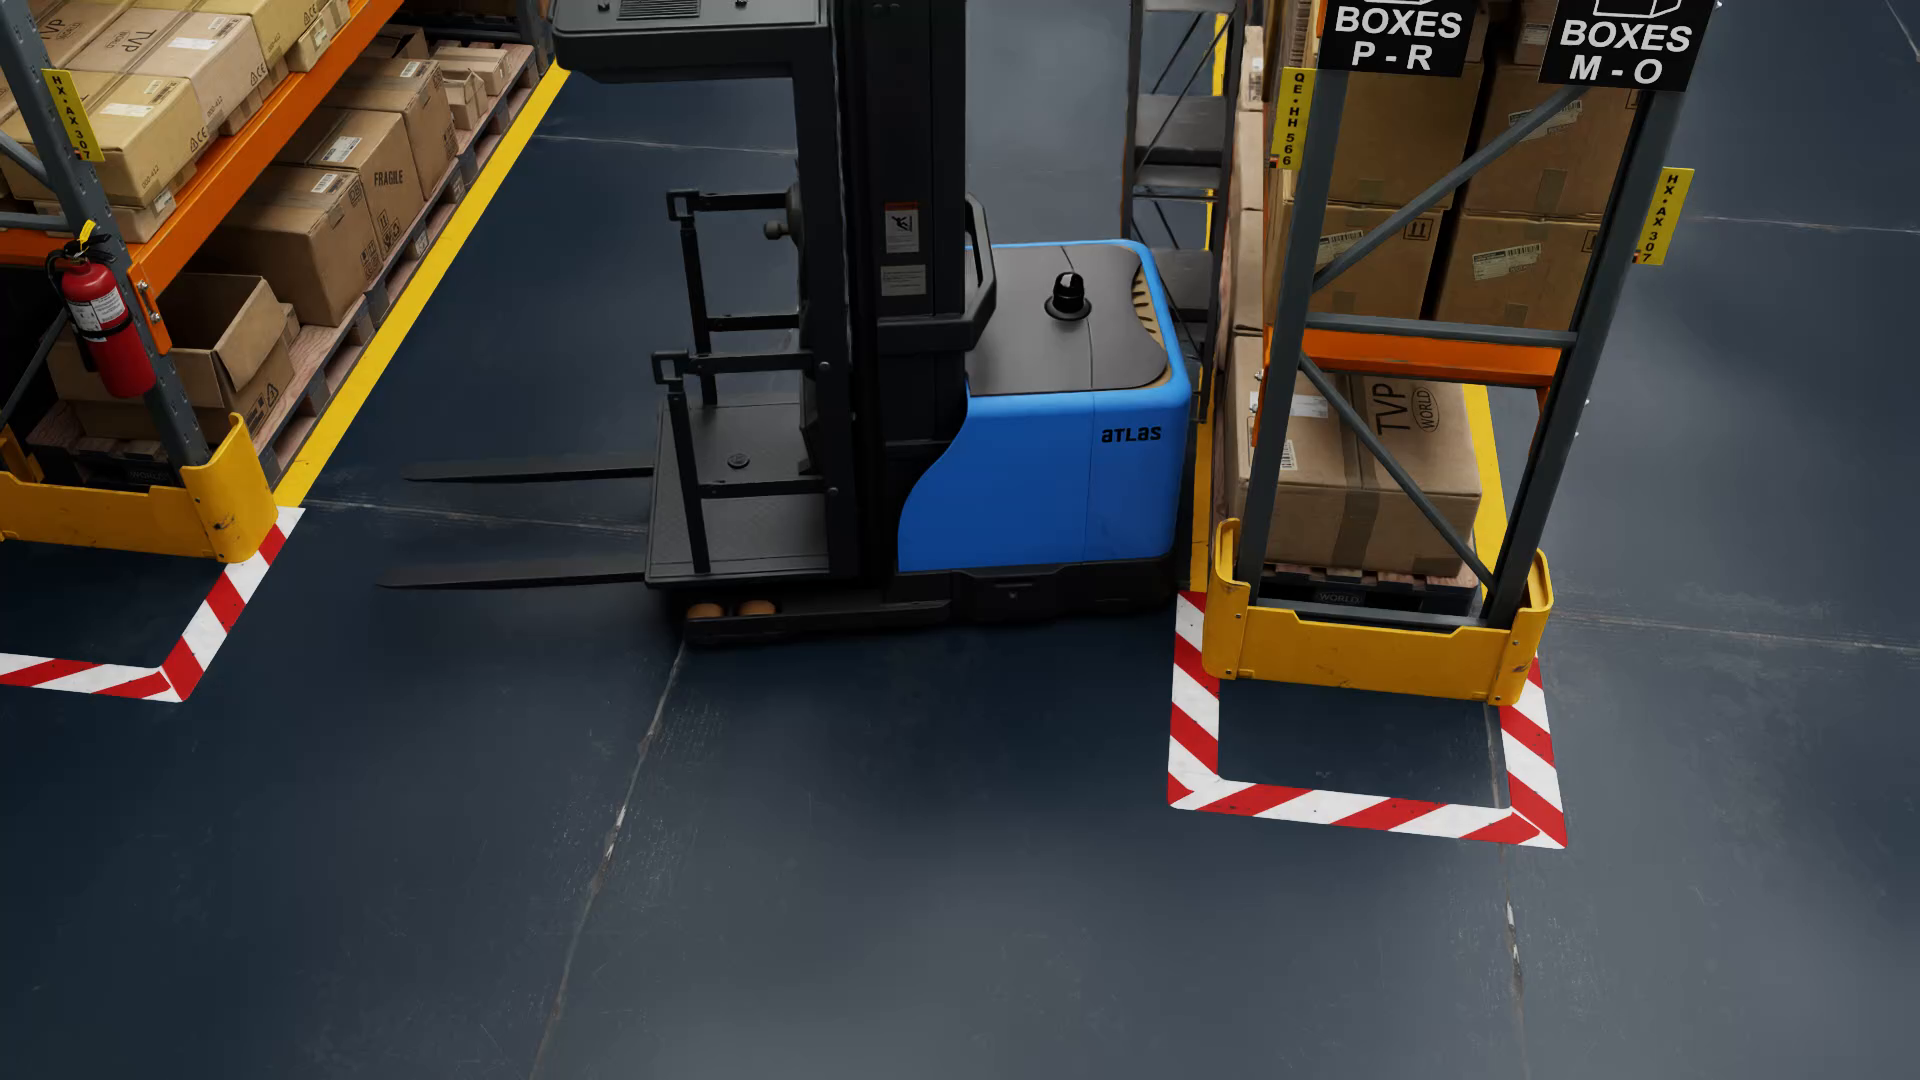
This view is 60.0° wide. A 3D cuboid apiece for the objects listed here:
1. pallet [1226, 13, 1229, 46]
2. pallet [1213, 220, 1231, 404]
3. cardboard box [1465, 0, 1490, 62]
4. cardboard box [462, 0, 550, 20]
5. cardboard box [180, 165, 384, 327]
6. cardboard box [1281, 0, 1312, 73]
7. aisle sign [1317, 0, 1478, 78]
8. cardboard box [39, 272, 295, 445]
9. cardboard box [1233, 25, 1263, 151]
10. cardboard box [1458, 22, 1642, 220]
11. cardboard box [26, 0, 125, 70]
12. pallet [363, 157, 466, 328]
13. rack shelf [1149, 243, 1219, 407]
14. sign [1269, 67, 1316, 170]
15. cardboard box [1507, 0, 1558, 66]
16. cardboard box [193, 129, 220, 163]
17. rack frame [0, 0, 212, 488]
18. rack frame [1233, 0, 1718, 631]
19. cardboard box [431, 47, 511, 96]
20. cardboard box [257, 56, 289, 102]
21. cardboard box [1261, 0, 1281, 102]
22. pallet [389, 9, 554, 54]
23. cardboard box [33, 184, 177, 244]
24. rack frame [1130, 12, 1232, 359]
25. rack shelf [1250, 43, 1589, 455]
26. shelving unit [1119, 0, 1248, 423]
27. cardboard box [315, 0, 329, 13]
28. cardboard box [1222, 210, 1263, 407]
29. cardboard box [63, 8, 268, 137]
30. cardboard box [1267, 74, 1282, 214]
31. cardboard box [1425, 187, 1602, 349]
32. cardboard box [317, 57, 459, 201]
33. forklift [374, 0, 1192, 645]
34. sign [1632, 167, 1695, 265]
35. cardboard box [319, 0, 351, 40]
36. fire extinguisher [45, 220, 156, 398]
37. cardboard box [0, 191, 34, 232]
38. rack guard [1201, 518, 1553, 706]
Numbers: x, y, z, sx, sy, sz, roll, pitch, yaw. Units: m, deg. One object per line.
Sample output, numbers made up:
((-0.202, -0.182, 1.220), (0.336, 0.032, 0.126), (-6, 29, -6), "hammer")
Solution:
((2.064, -2.906, 9.665), (1.003, 0.211, 1.213), (5, 44, 6), "pallet")
((1.699, -1.028, 7.682), (1.003, 0.211, 1.213), (5, 44, 6), "pallet")
((1.356, -1.557, 4.941), (0.380, 0.149, 0.250), (6, 44, 6), "cardboard box")
((-2.597, -3.388, 9.659), (0.500, 0.500, 0.500), (7, 44, 7), "cardboard box")
((-3.087, -1.340, 7.496), (0.700, 0.500, 0.500), (7, 44, 7), "cardboard box")
((1.375, -1.768, 5.635), (0.500, 0.500, 0.500), (5, 44, 6), "cardboard box")
((1.191, -1.582, 4.349), (0.394, 0.787, 0.004), (5, 44, 6), "aisle sign")
((-3.238, -0.762, 6.884), (0.797, 0.503, 0.637), (4, 44, 4), "cardboard box")
((1.847, -2.189, 8.439), (0.875, 0.438, 0.875), (5, 44, 5), "cardboard box")
((1.853, -1.360, 5.205), (0.500, 0.500, 0.500), (4, 44, 5), "cardboard box")
((-3.546, -1.850, 6.415), (0.500, 0.250, 0.500), (5, 44, 6), "cardboard box")
((-3.135, -1.520, 8.202), (1.003, 0.211, 1.213), (5, 44, 6), "pallet")
((0.874, -0.928, 7.083), (0.431, 0.518, 0.480), (3, 40, 6), "rack shelf")
((0.971, -1.225, 4.847), (0.100, 0.325, 0.005), (5, 44, 6), "sign")
((1.829, -1.511, 4.892), (0.380, 0.149, 0.250), (6, 44, 6), "cardboard box")
((-3.110, -1.576, 6.415), (0.380, 0.149, 0.250), (5, 44, 5), "cardboard box")
((-3.413, -1.108, 5.739), (1.000, 3.000, 0.127), (5, 44, 6), "rack frame")
((1.507, -0.659, 5.265), (1.000, 3.000, 0.127), (5, 44, 6), "rack frame")
((-2.667, -2.545, 9.024), (0.380, 0.149, 0.250), (4, 44, 4), "cardboard box")
((-2.986, -1.924, 6.783), (0.380, 0.149, 0.250), (6, 44, 6), "cardboard box")
((1.504, -2.094, 6.707), (0.500, 0.500, 0.500), (6, 44, 7), "cardboard box")
((-2.814, -3.379, 10.165), (1.003, 0.211, 1.213), (5, 44, 6), "pallet")
((-3.098, -1.216, 6.035), (0.380, 0.149, 0.250), (5, 44, 5), "cardboard box")
((0.889, -1.632, 6.811), (0.400, 2.100, 0.015), (3, 40, 6), "rack frame")
((1.772, -1.761, 6.952), (1.077, 0.370, 4.000), (5, 44, 6), "rack shelf")
((0.861, -1.476, 6.625), (0.431, 2.100, 0.503), (3, 40, 6), "shelving unit")
((-2.909, -2.486, 7.087), (0.500, 0.250, 0.500), (4, 44, 4), "cardboard box")
((1.608, -0.965, 7.145), (0.875, 0.438, 0.875), (6, 44, 7), "cardboard box")
((-3.020, -1.790, 6.351), (0.500, 0.250, 0.500), (6, 44, 6), "cardboard box")
((1.390, -1.389, 5.963), (0.500, 0.500, 0.500), (4, 44, 5), "cardboard box")
((1.855, -0.997, 5.548), (0.500, 0.500, 0.500), (5, 44, 5), "cardboard box")
((-2.950, -2.048, 8.243), (0.700, 0.500, 0.500), (4, 44, 4), "cardboard box")
((-0.720, -1.046, 5.723), (3.031, 2.935, 1.130), (-3, 44, -3), "forklift")
((2.057, -0.948, 4.882), (0.100, 0.325, 0.005), (5, 44, 6), "sign")
((-2.864, -2.271, 7.149), (0.380, 0.149, 0.250), (6, 44, 6), "cardboard box")
((-2.975, -0.802, 5.743), (0.296, 0.674, 0.183), (5, 44, 6), "fire extinguisher")
((-3.635, -1.267, 6.089), (0.380, 0.149, 0.250), (5, 44, 5), "cardboard box")
((1.504, 0.265, 6.107), (1.175, 0.500, 0.348), (5, 44, 6), "rack guard")
